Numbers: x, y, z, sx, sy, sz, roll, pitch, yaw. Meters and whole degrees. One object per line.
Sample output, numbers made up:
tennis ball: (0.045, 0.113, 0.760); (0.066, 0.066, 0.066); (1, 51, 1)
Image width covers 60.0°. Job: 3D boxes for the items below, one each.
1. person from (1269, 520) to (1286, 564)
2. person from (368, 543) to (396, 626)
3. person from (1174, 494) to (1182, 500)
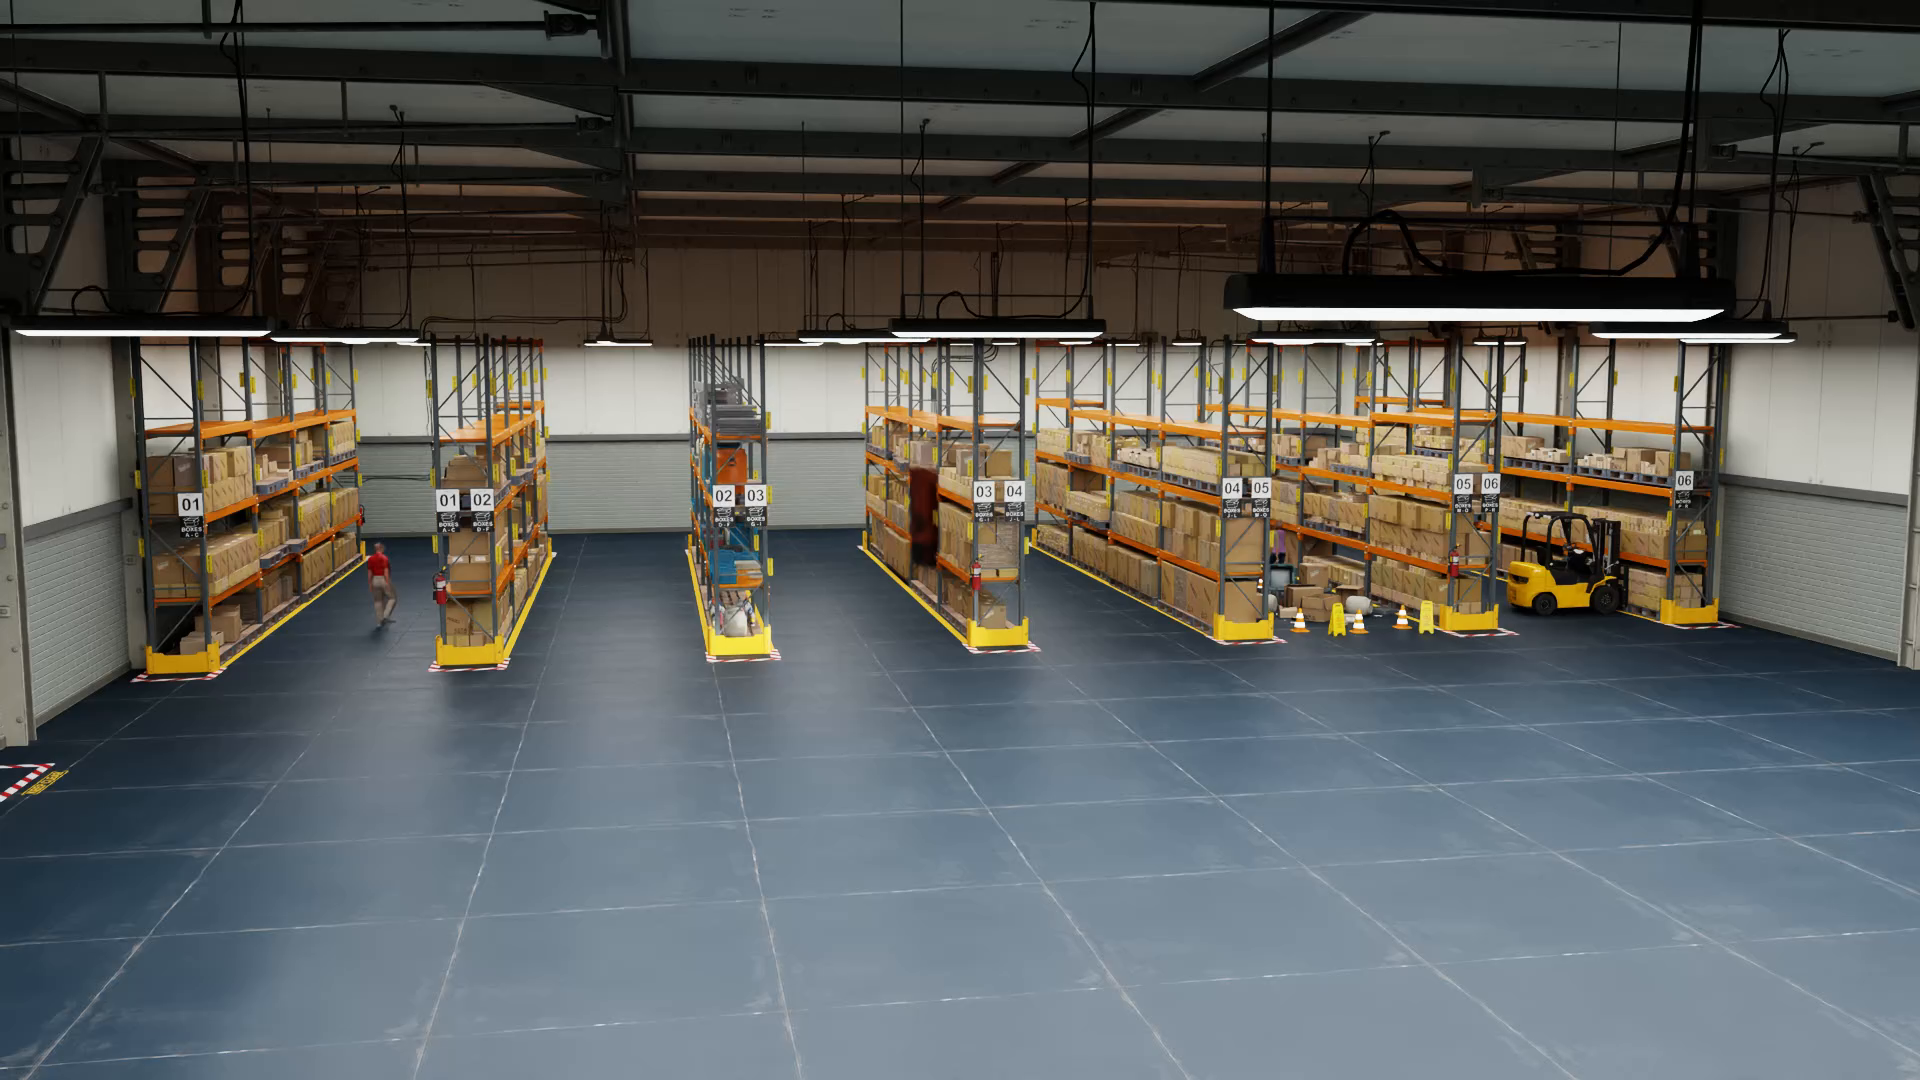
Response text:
person: (7.744, 0.327, 40.197); (0.420, 1.595, 0.498); (-4, 8, -33)
person: (-11.976, 0.927, 34.400); (0.596, 1.715, 0.500); (0, 7, 0)
person: (6.127, -0.452, 46.449); (0.452, 1.722, 0.571); (5, 8, 35)
